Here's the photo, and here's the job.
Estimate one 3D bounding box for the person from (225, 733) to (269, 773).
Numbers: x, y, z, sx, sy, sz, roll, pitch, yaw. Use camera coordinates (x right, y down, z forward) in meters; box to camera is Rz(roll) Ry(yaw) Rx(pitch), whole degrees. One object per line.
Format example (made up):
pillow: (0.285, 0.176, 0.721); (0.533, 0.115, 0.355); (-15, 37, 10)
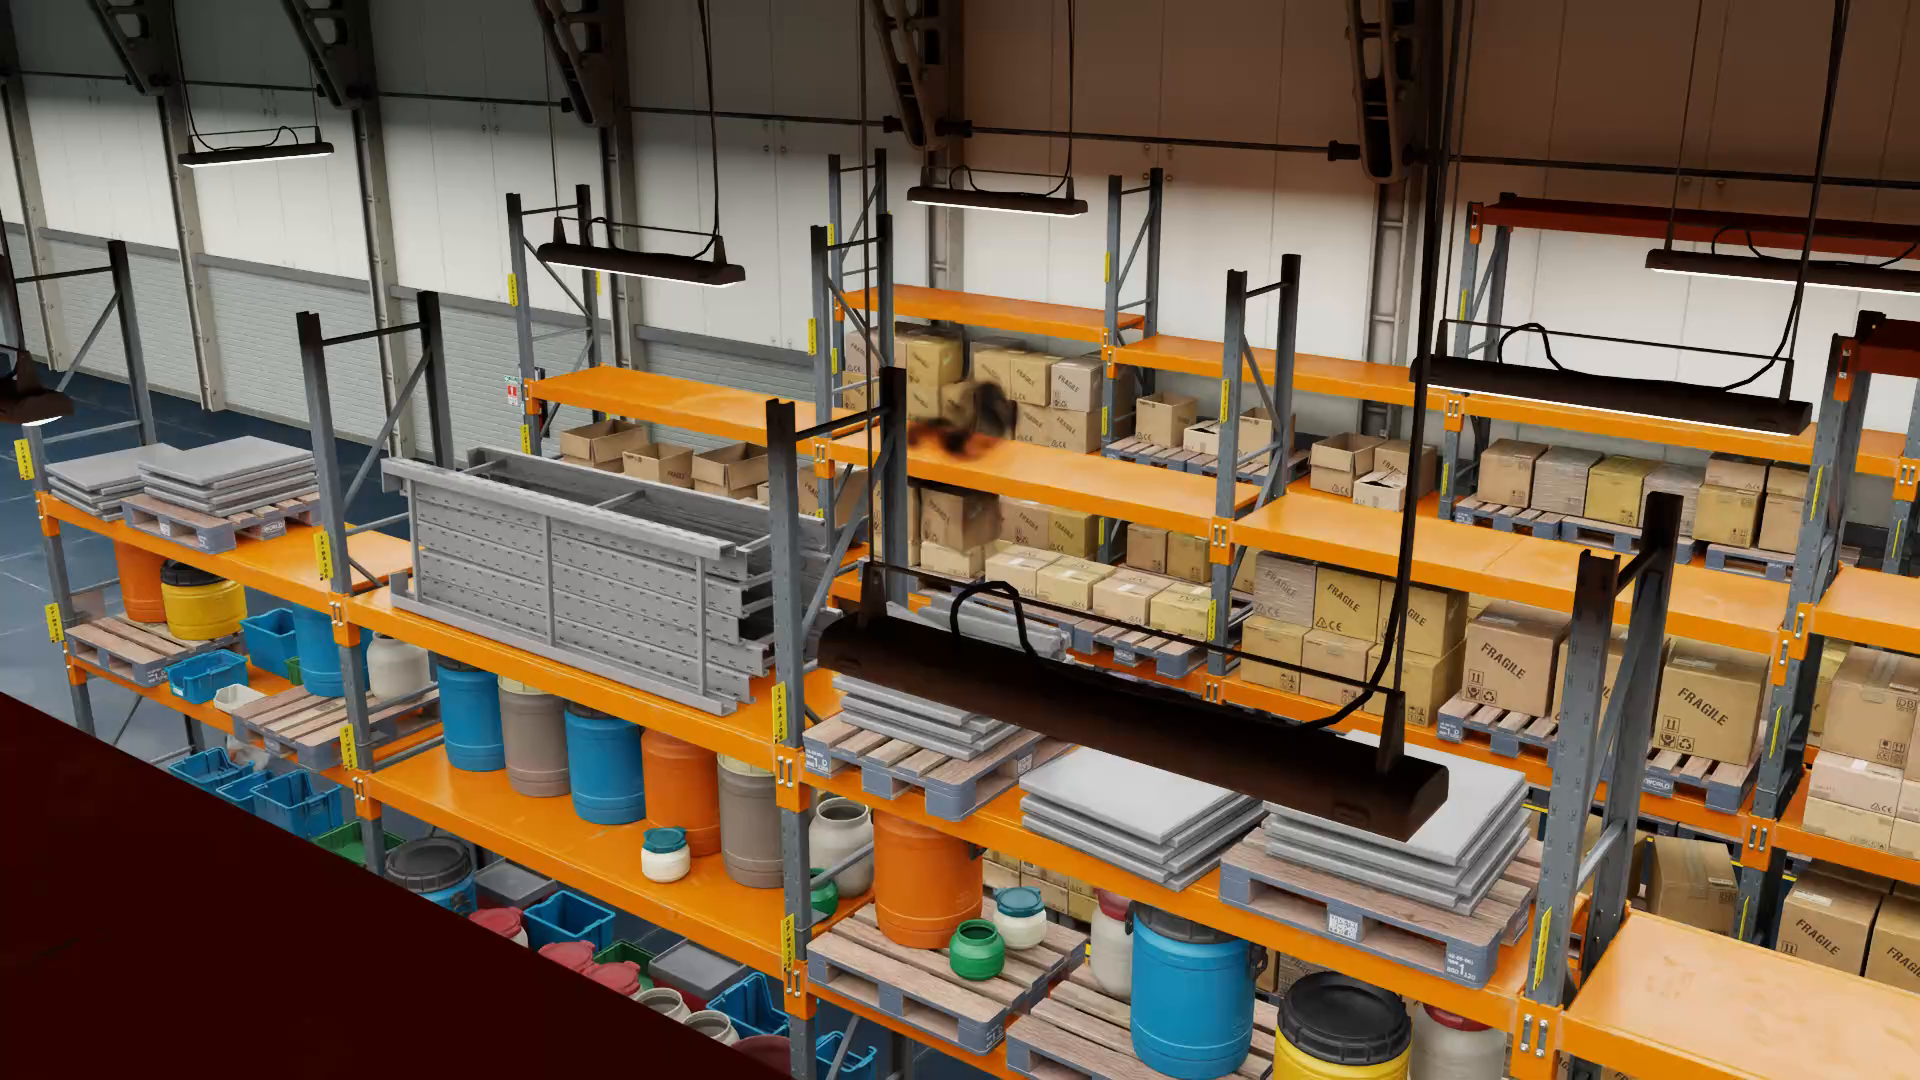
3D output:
person: (-6.953, 2.163, 16.128); (0.542, 1.588, 0.600); (5, 19, 14)

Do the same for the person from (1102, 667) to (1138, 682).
person: (1.534, 1.827, 16.360); (0.555, 1.587, 0.624); (13, 22, 33)
